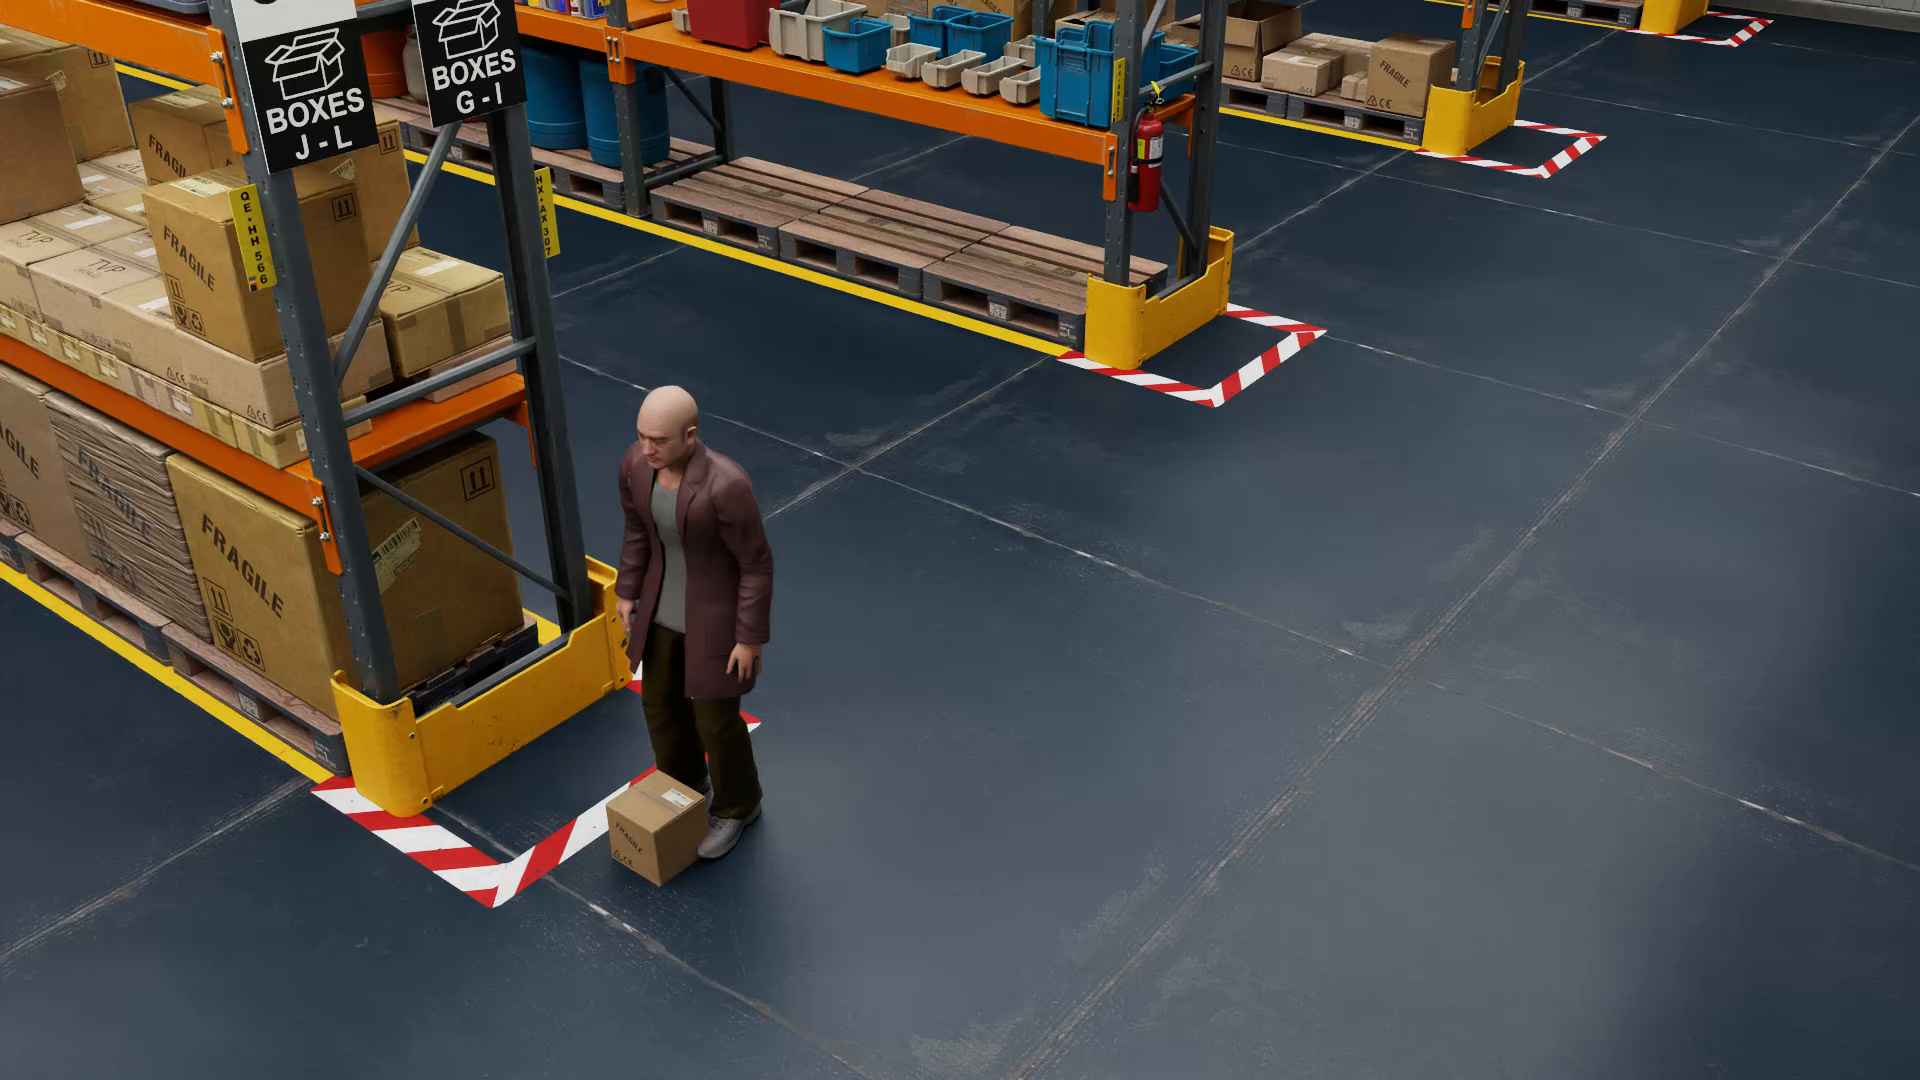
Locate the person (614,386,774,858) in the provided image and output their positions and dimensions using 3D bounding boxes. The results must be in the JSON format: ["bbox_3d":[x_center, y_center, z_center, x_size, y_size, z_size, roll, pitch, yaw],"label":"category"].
[{"bbox_3d":[-0.914,0.267,5.693,0.653,1.773,0.425,19,35,29],"label":"person"}]
